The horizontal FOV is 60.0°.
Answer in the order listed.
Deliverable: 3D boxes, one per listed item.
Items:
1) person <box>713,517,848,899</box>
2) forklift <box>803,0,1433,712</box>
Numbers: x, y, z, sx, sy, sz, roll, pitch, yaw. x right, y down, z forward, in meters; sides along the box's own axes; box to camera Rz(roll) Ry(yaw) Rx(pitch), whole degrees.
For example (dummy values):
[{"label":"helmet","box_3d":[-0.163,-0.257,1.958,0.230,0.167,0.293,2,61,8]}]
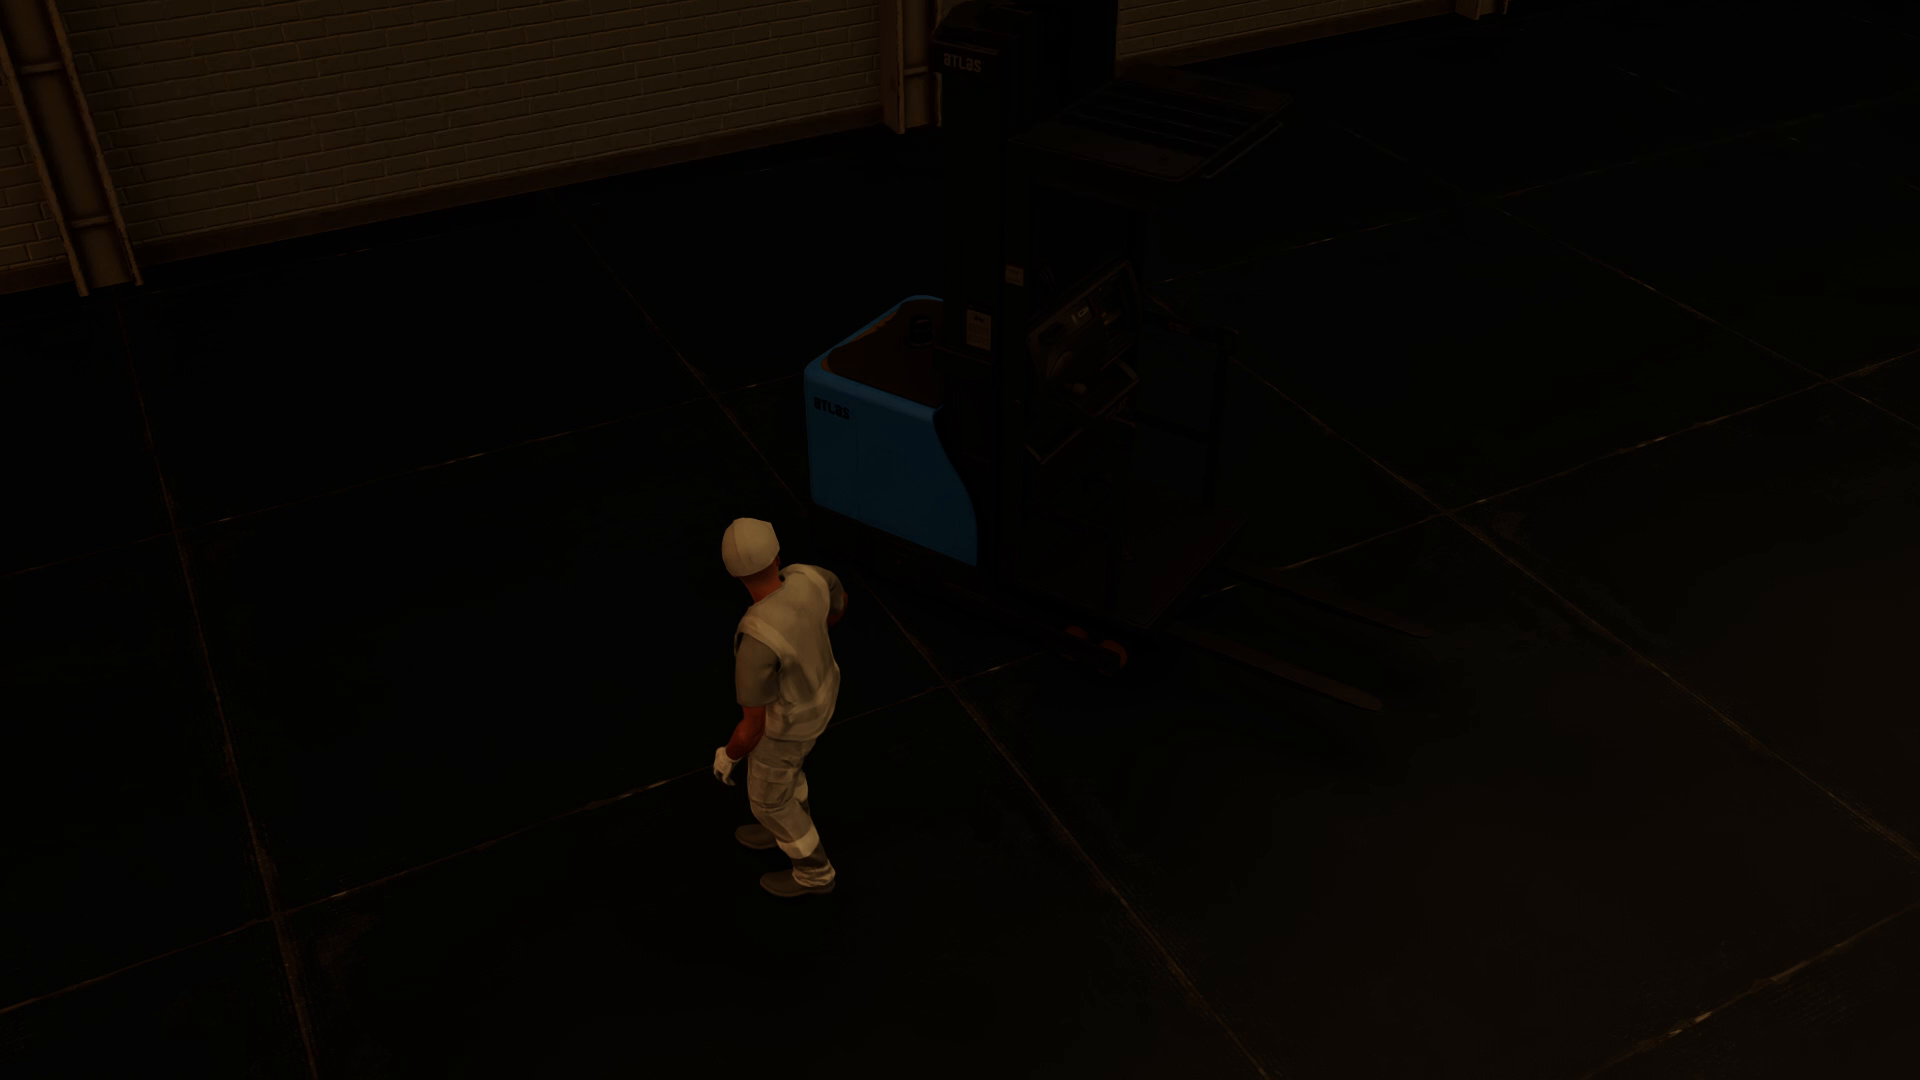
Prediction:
[{"label":"person","box_3d":[-0.720,0.640,6.237,0.505,1.757,0.749,8,36,11]},{"label":"forklift","box_3d":[0.739,-0.914,7.416,3.031,2.935,1.130,21,40,27]}]
